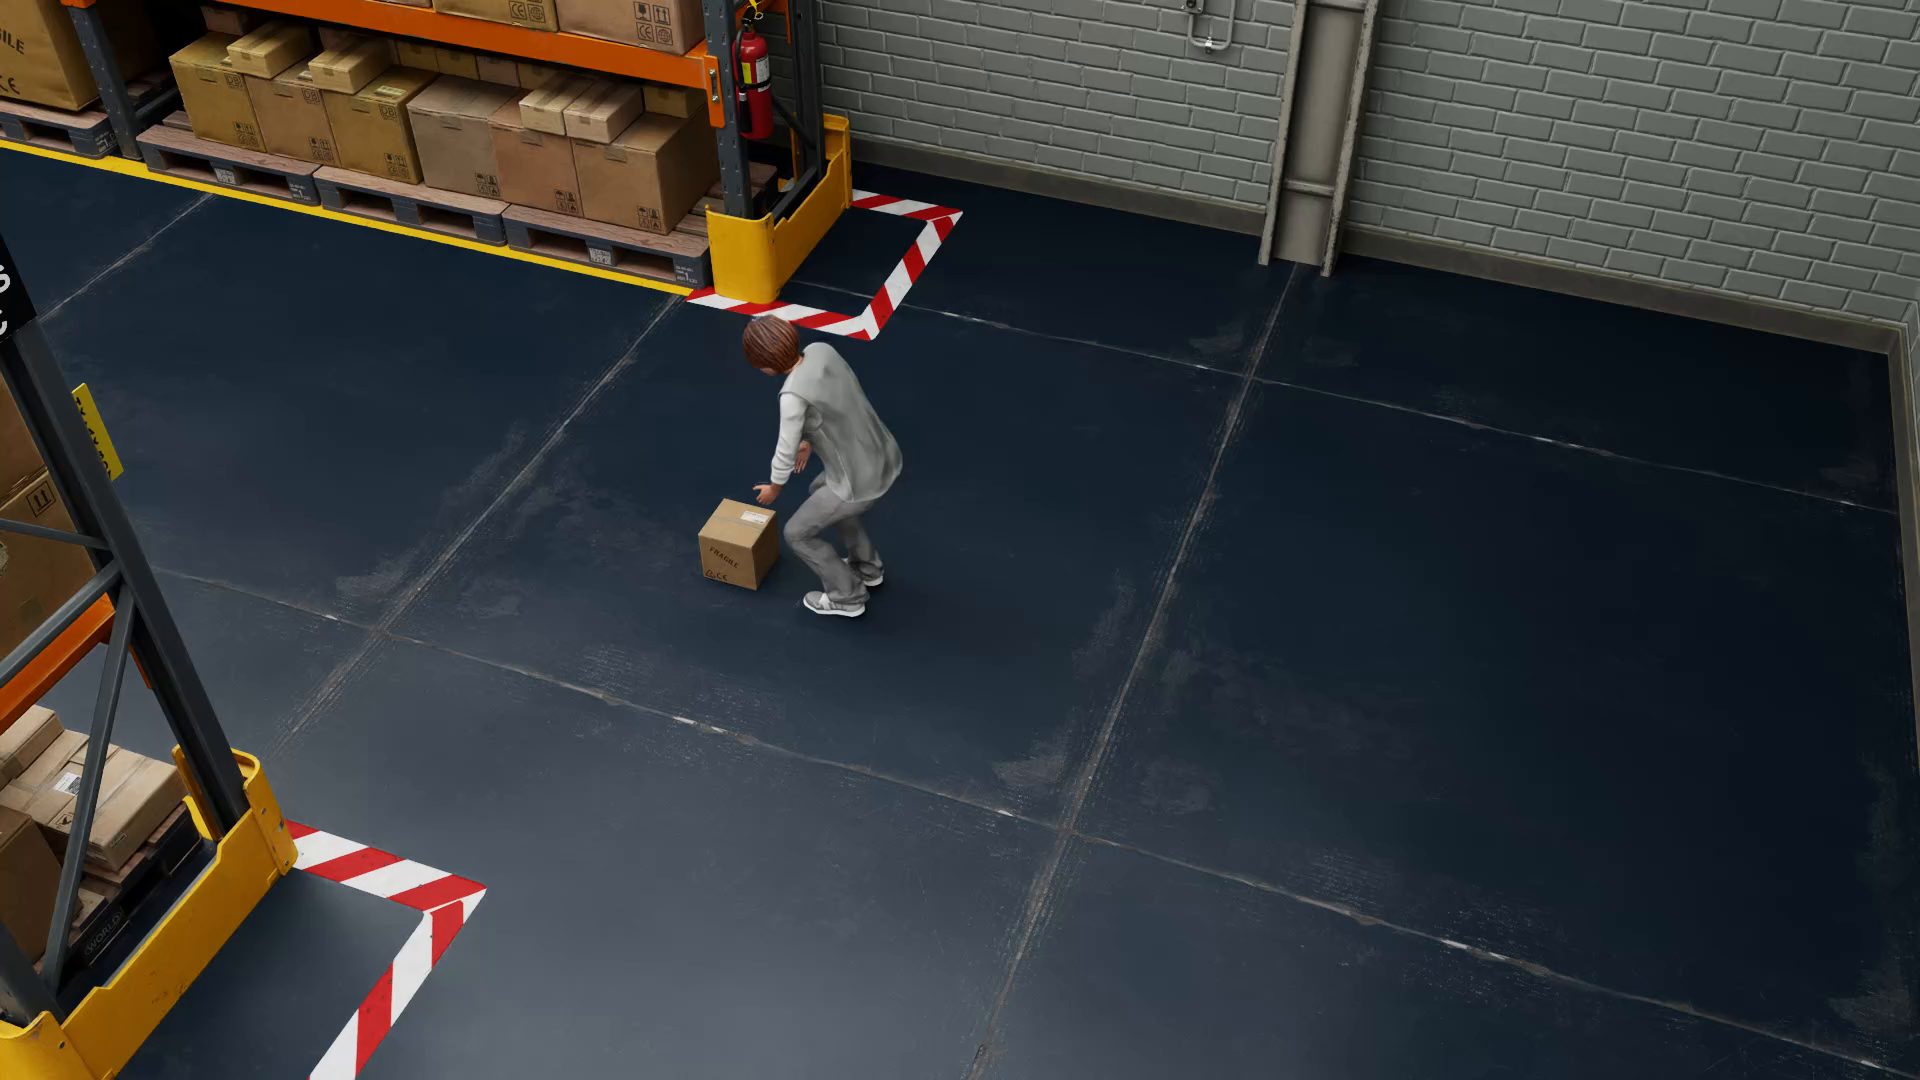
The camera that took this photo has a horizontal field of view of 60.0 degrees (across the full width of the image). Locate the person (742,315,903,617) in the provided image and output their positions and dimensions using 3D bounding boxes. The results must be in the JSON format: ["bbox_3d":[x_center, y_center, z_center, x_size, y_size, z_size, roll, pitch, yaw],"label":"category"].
[{"bbox_3d":[-0.539,-0.269,6.637,0.602,1.376,0.460,14,44,15],"label":"person"}]
